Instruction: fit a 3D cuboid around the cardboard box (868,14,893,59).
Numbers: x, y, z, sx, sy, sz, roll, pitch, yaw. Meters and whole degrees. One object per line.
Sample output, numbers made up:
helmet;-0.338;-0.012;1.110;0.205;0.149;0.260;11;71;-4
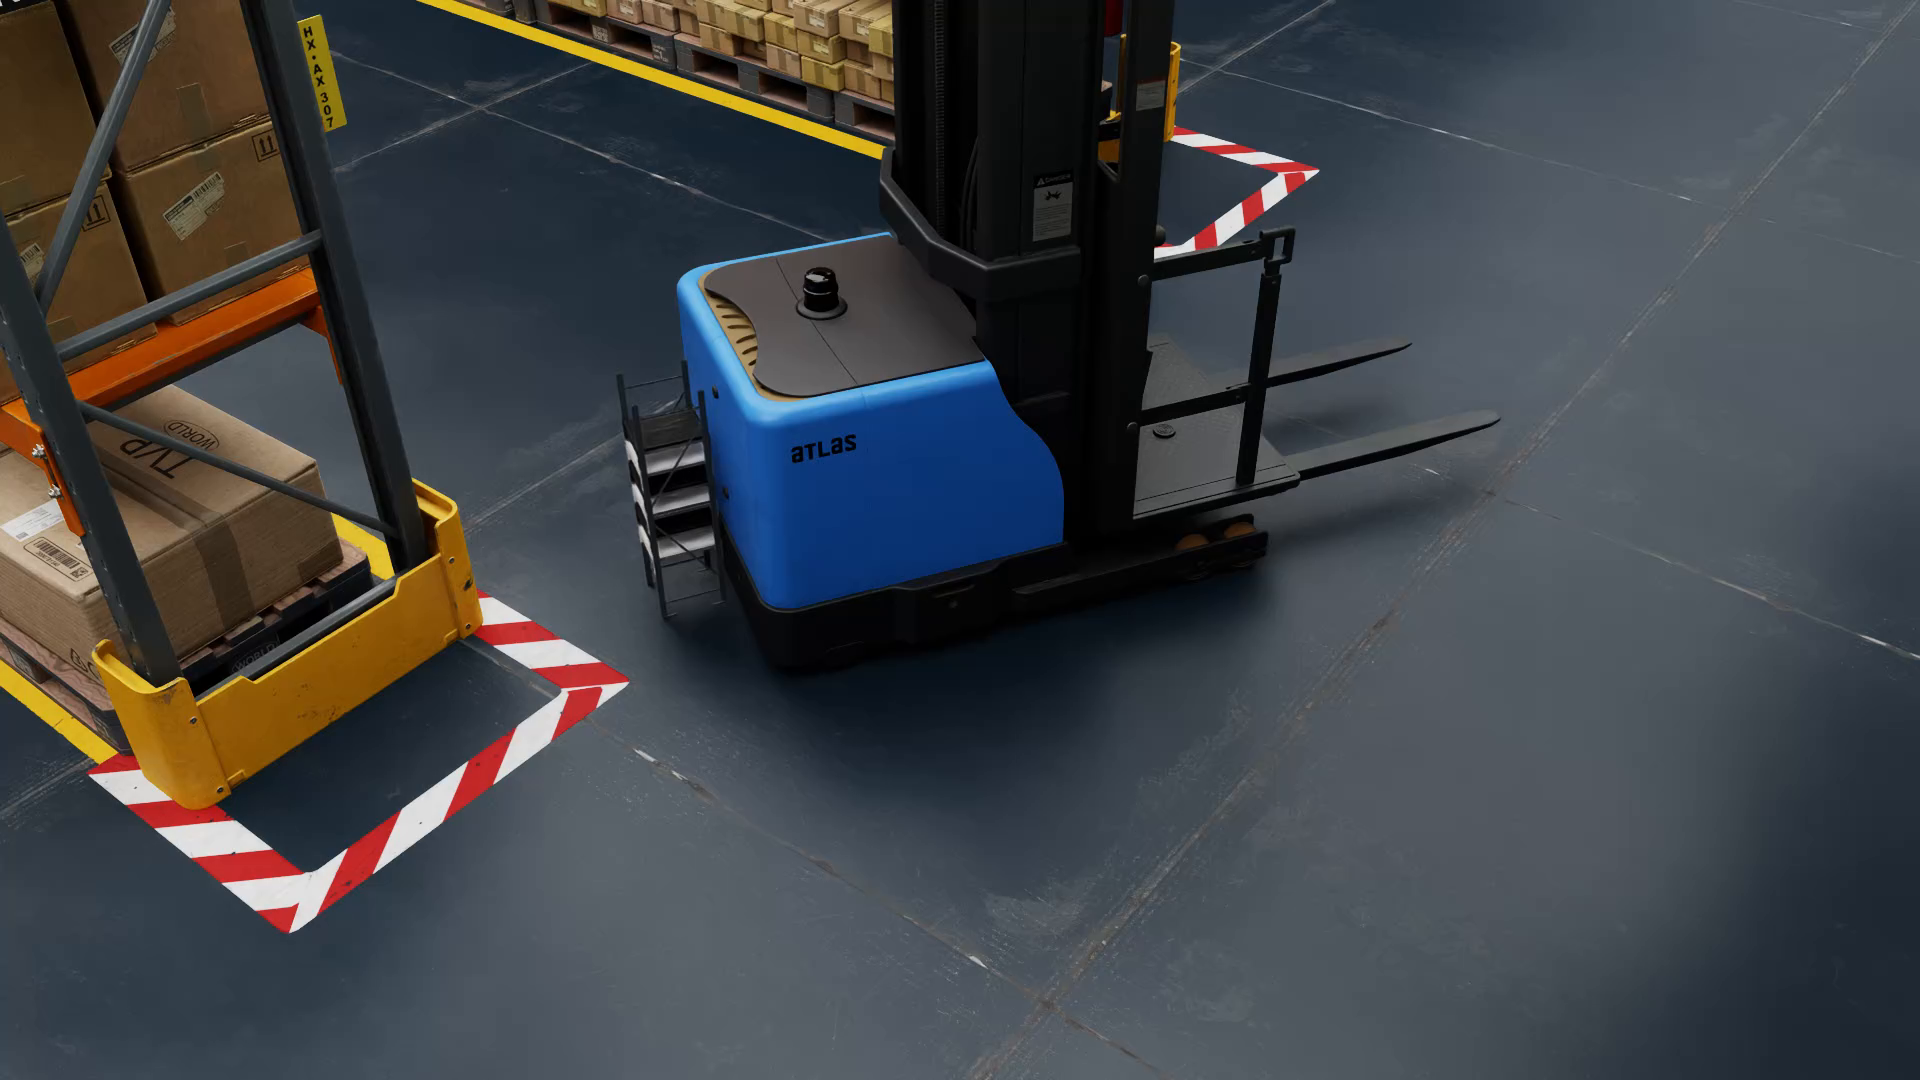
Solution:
cardboard box;-0.264;-2.652;8.694;0.250;0.149;0.380;24;44;28

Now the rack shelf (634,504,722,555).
rack shelf;-0.985;-0.066;5.804;0.258;0.077;0.200;-15;40;-18

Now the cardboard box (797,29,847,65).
cardboard box;-0.668;-2.743;9.051;0.250;0.149;0.380;26;45;29

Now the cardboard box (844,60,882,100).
cardboard box;-0.415;-2.556;9.053;0.250;0.149;0.380;26;45;29

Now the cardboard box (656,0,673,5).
cardboard box;-1.642;-3.283;9.740;0.250;0.149;0.380;23;44;26

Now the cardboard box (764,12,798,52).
cardboard box;-0.860;-2.848;9.185;0.250;0.149;0.380;28;46;31

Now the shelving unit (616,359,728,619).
shelving unit;-0.985;-0.163;5.728;0.258;0.900;0.210;-15;40;-18

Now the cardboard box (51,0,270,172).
cardboard box;-2.378;-1.435;4.757;0.500;0.500;0.500;24;44;28

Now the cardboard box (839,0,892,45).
cardboard box;-0.432;-2.780;8.857;0.250;0.149;0.380;23;44;27

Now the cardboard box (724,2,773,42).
cardboard box;-1.096;-2.938;9.300;0.250;0.149;0.380;26;45;29

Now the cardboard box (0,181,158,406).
cardboard box;-2.713;-0.773;4.723;0.500;0.500;0.500;26;45;29

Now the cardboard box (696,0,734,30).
cardboard box;-1.276;-3.042;9.433;0.250;0.149;0.380;25;44;28

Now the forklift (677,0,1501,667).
forklift;0.586;-1.298;5.530;3.031;2.935;1.130;-14;40;-17

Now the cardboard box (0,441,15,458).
cardboard box;-3.486;-0.376;6.034;0.875;0.438;0.875;27;45;30

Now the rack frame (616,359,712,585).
rack frame;-1.025;-0.221;5.802;0.240;0.900;0.006;-15;40;-18

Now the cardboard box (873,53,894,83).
cardboard box;-0.249;-2.556;8.811;0.250;0.149;0.380;23;44;27

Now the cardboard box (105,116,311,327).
cardboard box;-2.376;-1.042;5.067;0.500;0.500;0.500;25;44;28

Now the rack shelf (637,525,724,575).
rack shelf;-0.985;0.005;5.859;0.258;0.077;0.200;-15;40;-18

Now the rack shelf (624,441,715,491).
rack shelf;-0.985;-0.278;5.637;0.258;0.077;0.200;-15;40;-18

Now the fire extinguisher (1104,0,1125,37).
fire extinguisher;0.677;-2.646;7.562;0.183;0.674;0.296;25;45;29

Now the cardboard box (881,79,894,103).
cardboard box;-0.210;-2.470;8.943;0.250;0.149;0.380;25;44;28

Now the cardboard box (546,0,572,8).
cardboard box;-2.326;-3.391;10.120;0.250;0.149;0.380;23;44;27

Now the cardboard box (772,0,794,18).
cardboard box;-0.821;-3.007;9.146;0.250;0.149;0.380;24;44;27

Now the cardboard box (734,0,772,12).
cardboard box;-1.046;-3.091;9.254;0.250;0.149;0.380;25;45;29

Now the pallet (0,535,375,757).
pallet;-2.852;0.155;5.881;1.213;0.211;1.003;25;45;29

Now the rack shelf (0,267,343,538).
rack shelf;-3.758;-1.148;5.867;4.000;0.370;1.077;25;45;29

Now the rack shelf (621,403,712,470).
rack shelf;-0.985;-0.349;5.582;0.258;0.077;0.200;-15;40;-18

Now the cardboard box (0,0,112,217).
cardboard box;-2.697;-1.179;4.431;0.500;0.500;0.500;27;45;30

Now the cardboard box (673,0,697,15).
cardboard box;-1.438;-3.168;9.594;0.250;0.149;0.380;27;46;30

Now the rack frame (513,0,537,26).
rack frame;-2.420;-4.642;9.746;0.127;3.000;1.000;25;45;29

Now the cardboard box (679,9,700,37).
cardboard box;-1.418;-3.070;9.709;0.250;0.149;0.380;23;44;27

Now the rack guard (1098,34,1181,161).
rack guard;0.697;-2.188;8.639;0.348;0.500;1.175;25;45;29

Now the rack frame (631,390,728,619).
rack frame;-0.946;-0.105;5.654;0.240;0.900;0.006;-15;40;-18

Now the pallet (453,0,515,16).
pallet;-3.039;-3.835;10.977;1.213;0.211;1.003;25;45;29

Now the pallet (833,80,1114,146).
pallet;0.073;-2.396;9.139;1.213;0.211;1.003;25;45;29

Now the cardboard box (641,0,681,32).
cardboard box;-1.653;-3.153;9.816;0.250;0.149;0.380;24;44;28

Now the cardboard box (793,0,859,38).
cardboard box;-0.679;-2.854;8.951;0.250;0.149;0.380;27;45;30

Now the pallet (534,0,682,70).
pallet;-1.865;-3.310;10.306;1.213;0.211;1.003;25;45;29

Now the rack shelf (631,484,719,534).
rack shelf;-0.985;-0.137;5.748;0.258;0.077;0.200;-15;40;-18

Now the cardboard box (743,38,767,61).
cardboard box;-1.015;-2.864;9.447;0.250;0.149;0.380;27;45;30

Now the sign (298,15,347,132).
sign;-1.827;-1.324;4.741;0.005;0.325;0.100;25;45;29

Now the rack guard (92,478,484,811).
rack guard;-2.150;0.311;5.447;0.348;0.500;1.175;25;45;29

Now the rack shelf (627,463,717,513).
rack shelf;-0.985;-0.207;5.693;0.258;0.077;0.200;-15;40;-18

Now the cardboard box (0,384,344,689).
cardboard box;-2.754;-0.037;5.602;0.875;0.438;0.875;24;44;27

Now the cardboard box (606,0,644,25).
cardboard box;-1.885;-3.224;9.906;0.250;0.149;0.380;25;44;28

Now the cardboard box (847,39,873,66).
cardboard box;-0.400;-2.707;9.004;0.250;0.149;0.380;25;44;28

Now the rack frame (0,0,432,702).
rack frame;-2.169;-0.682;4.688;0.127;3.000;1.000;25;45;29

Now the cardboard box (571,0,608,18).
cardboard box;-2.114;-3.291;9.993;0.250;0.149;0.380;27;45;30

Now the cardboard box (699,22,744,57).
cardboard box;-1.270;-2.925;9.525;0.250;0.149;0.380;24;44;27

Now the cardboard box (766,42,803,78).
cardboard box;-0.860;-2.733;9.279;0.250;0.149;0.380;26;45;29

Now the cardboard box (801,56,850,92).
cardboard box;-0.655;-2.621;9.136;0.250;0.149;0.380;23;44;27

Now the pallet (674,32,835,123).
pallet;-0.891;-2.853;9.723;1.213;0.211;1.003;25;45;29
